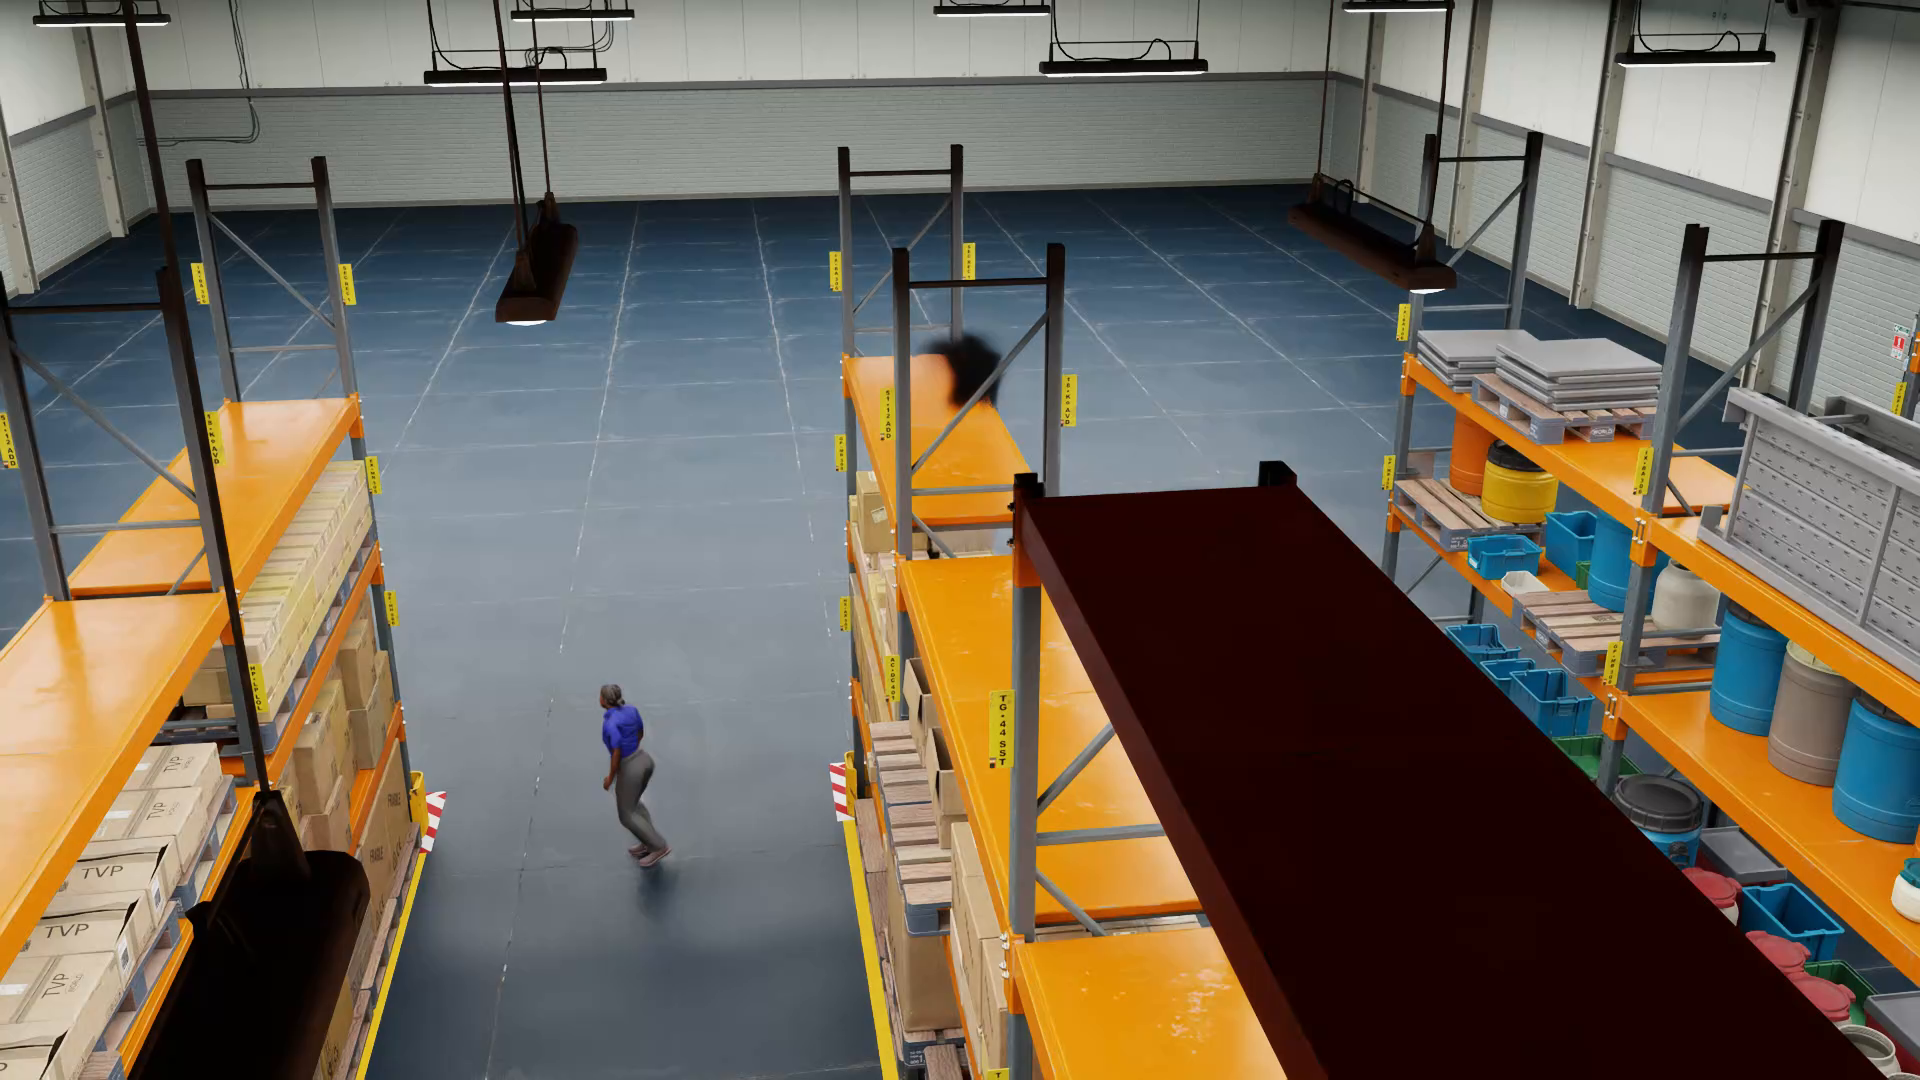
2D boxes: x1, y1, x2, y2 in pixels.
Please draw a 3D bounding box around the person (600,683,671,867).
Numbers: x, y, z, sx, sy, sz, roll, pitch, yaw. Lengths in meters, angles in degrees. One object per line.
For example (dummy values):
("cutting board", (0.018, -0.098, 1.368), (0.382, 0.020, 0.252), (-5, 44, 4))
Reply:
("person", (-2.801, 2.070, 14.438), (0.708, 1.485, 0.573), (8, 23, 19))
